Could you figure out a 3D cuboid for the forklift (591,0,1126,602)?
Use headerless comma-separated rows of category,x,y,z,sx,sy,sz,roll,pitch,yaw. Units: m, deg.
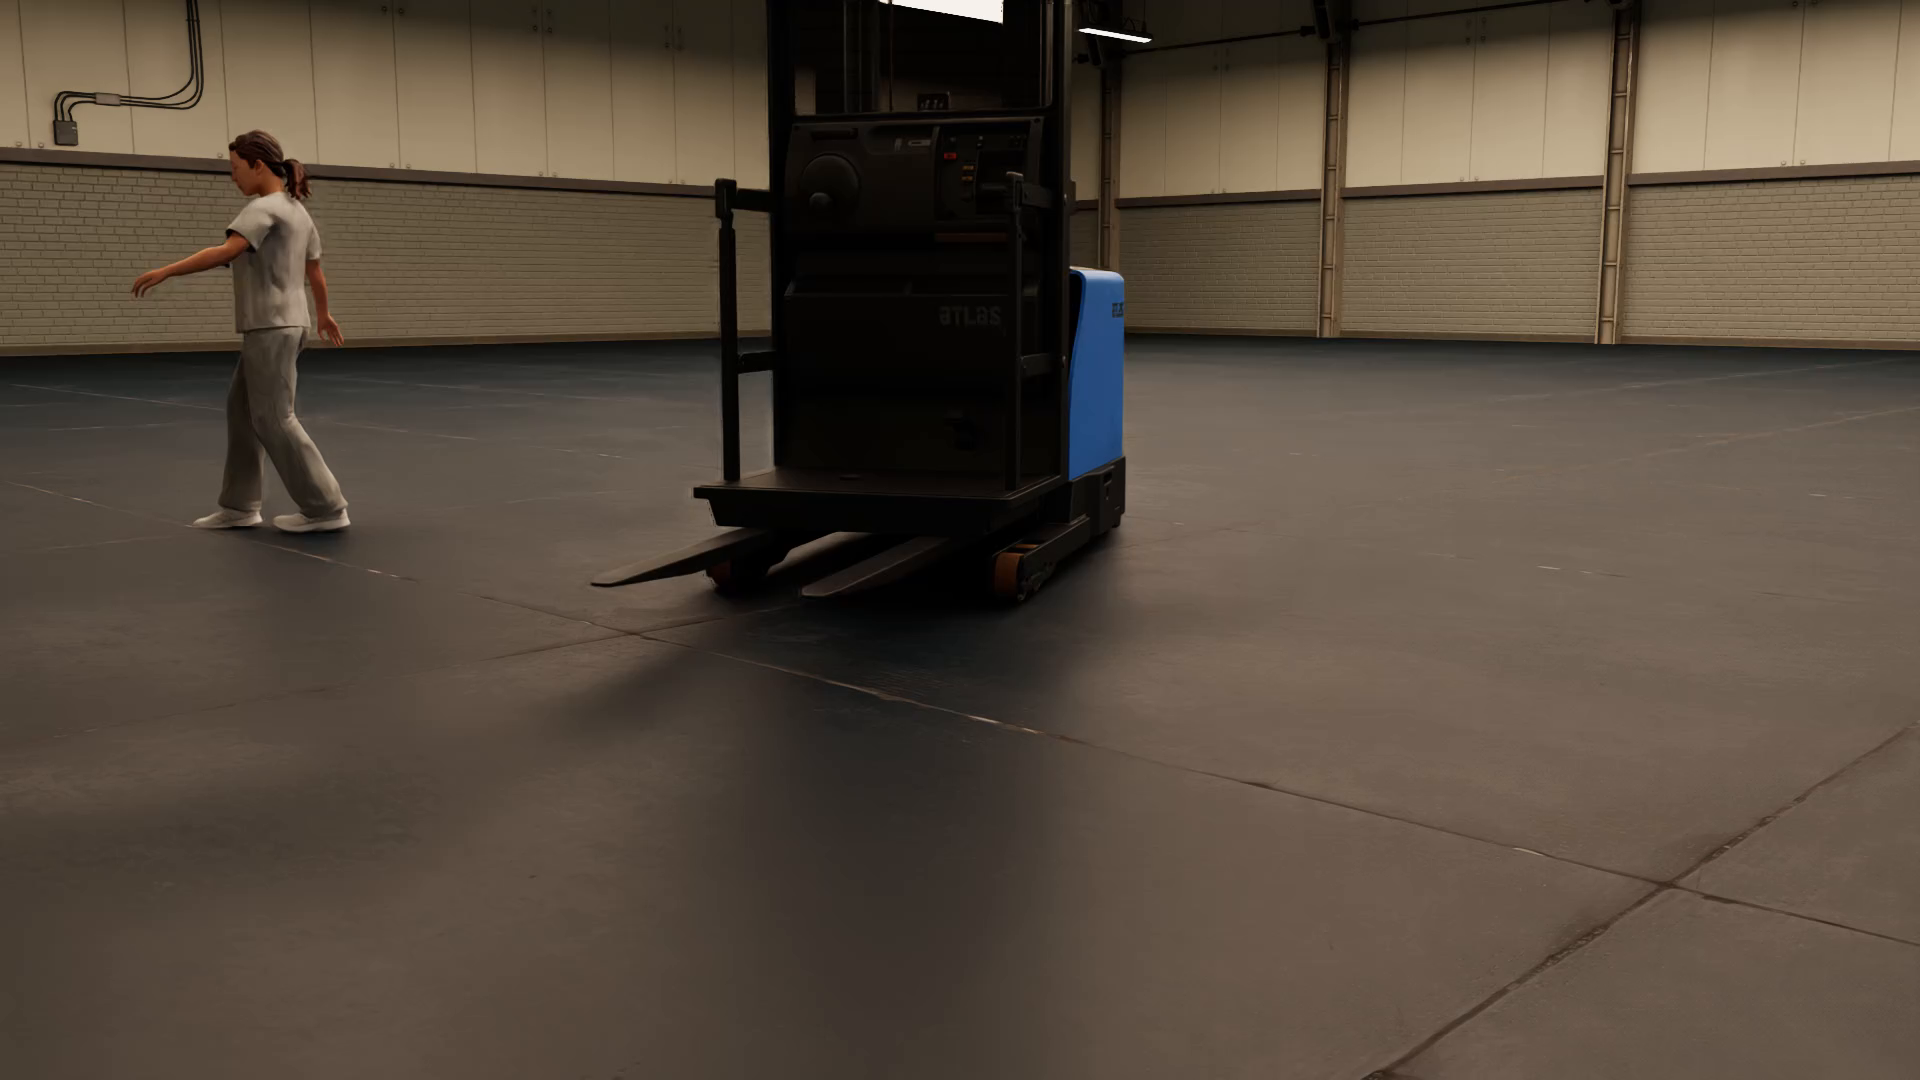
forklift,-0.226,-1.313,5.594,1.130,2.935,3.031,3,9,17

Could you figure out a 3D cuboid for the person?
person,-2.916,-0.852,6.922,0.715,1.663,0.870,-1,9,-4
